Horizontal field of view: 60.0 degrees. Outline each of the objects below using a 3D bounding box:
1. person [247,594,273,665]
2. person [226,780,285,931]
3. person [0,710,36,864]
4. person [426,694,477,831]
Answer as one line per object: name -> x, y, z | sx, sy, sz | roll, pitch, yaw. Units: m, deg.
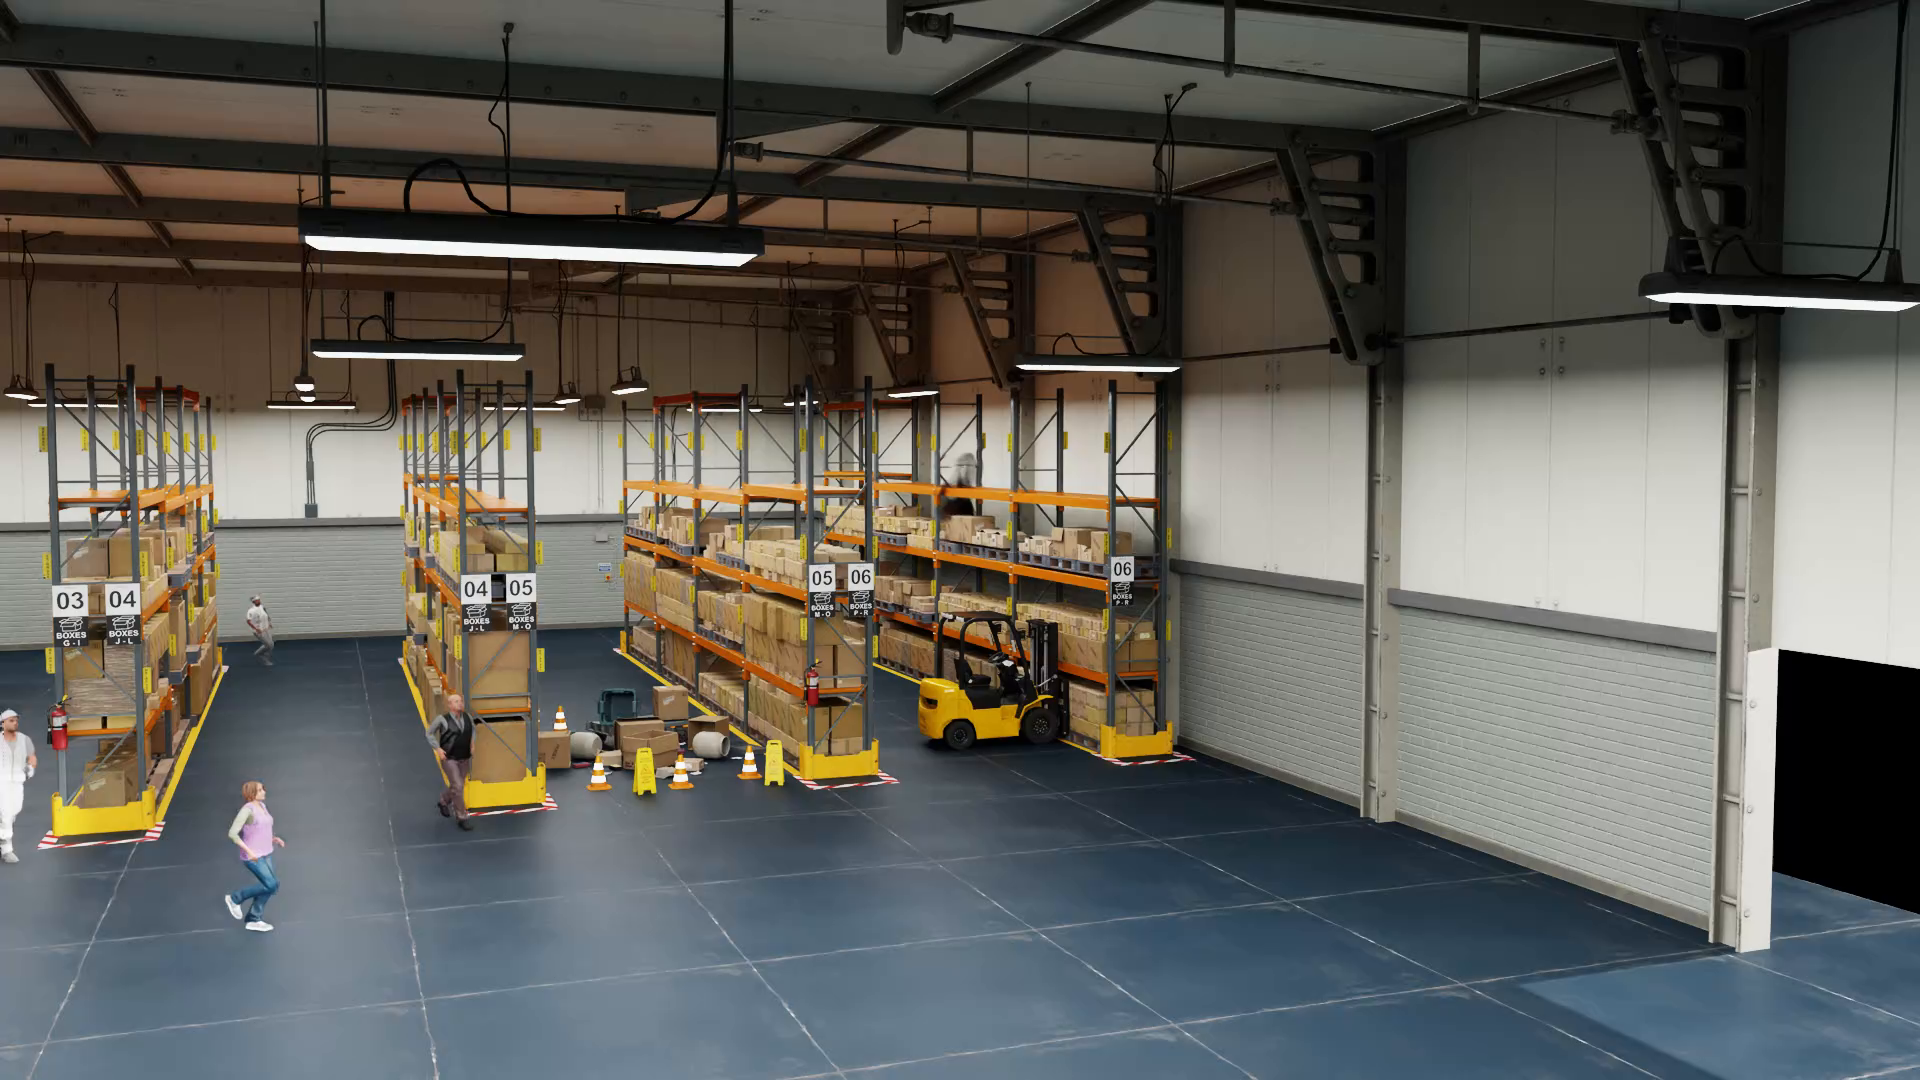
person -> -15.695, 2.019, 37.336 | 0.500, 1.632, 0.613 | 1, 3, 15
person -> -7.223, 3.235, 17.042 | 0.545, 1.555, 0.536 | 0, 3, 2
person -> -11.502, 2.948, 20.084 | 0.853, 1.769, 0.717 | 2, 4, 36
person -> -6.608, 2.876, 21.738 | 0.876, 1.739, 0.663 | 3, 4, 39
